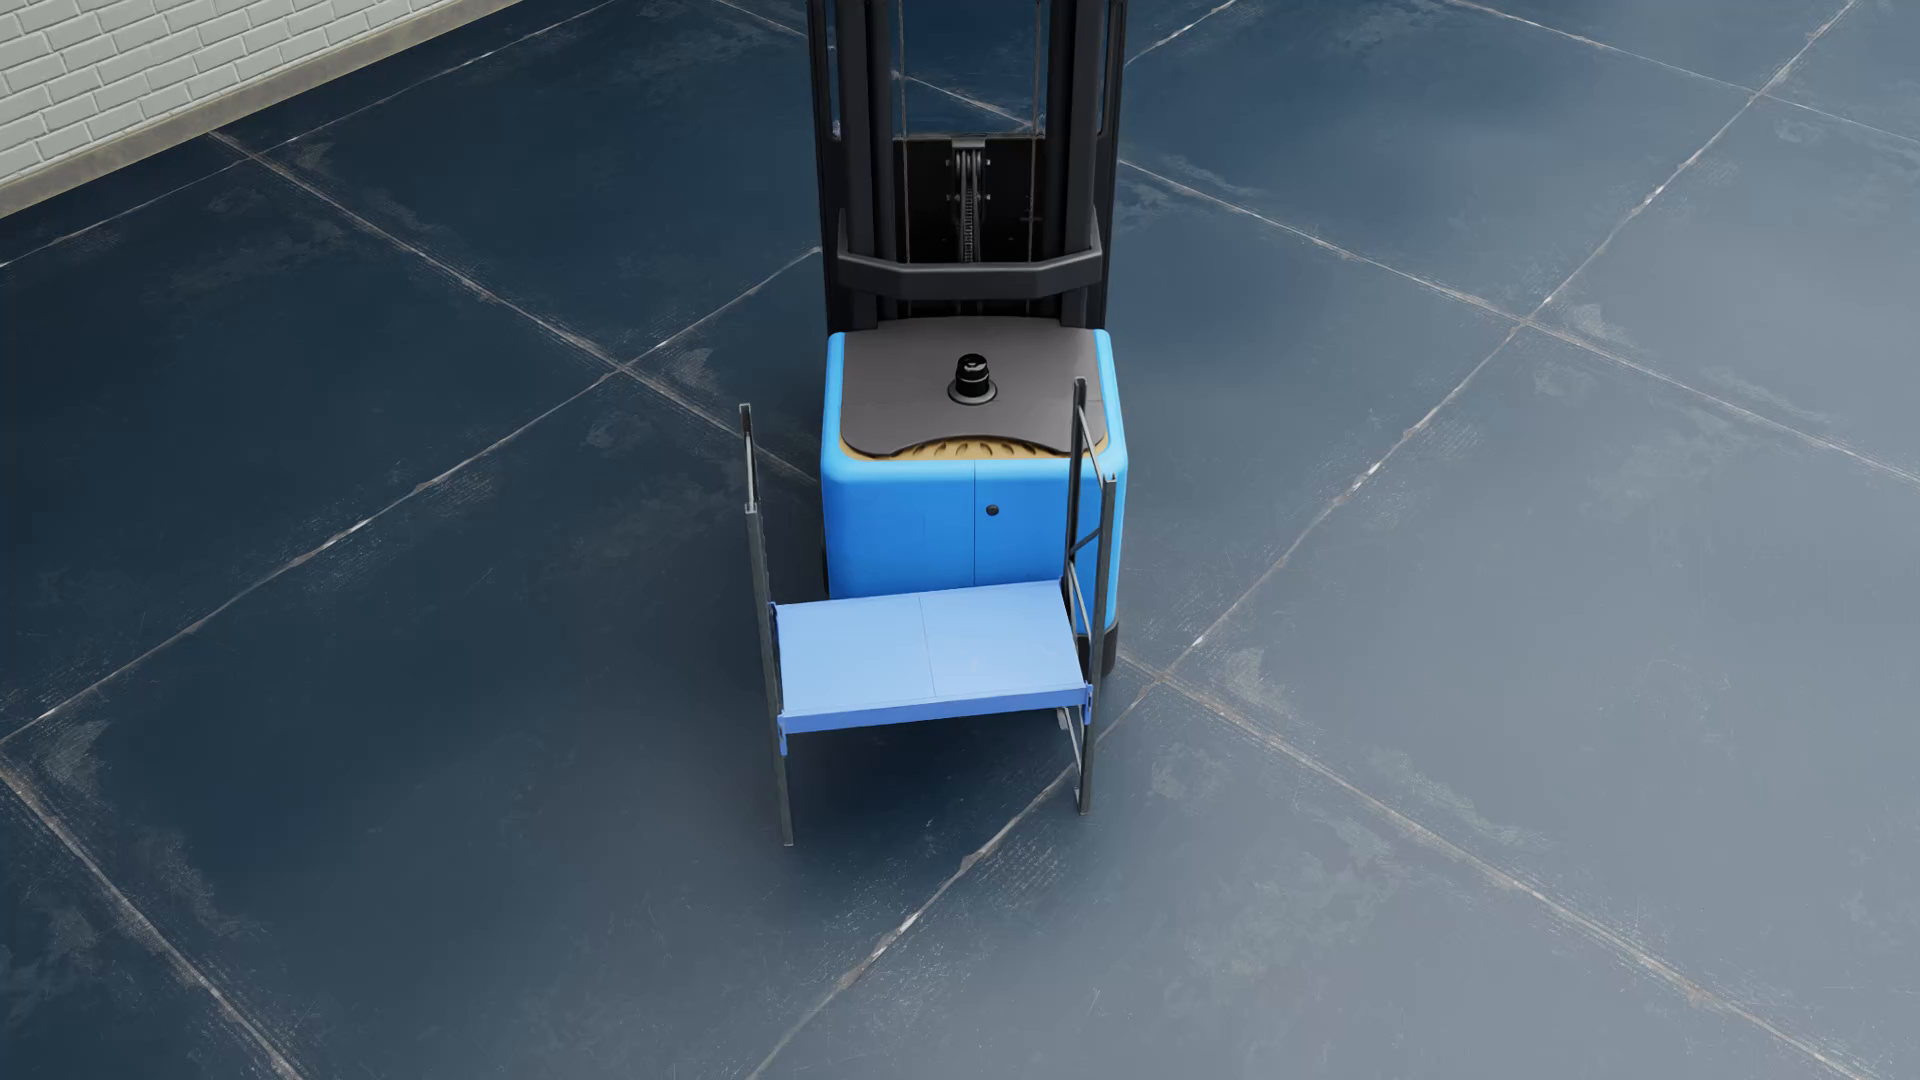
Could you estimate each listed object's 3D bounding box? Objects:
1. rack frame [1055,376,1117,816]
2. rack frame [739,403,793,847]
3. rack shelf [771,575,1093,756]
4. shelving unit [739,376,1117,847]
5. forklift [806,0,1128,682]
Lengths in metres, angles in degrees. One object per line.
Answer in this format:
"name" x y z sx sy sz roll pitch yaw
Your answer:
"rack frame" 0.397 0.224 5.389 0.032 1.500 0.500 -5 43 -6
"rack frame" -0.611 0.314 5.290 0.032 1.500 0.500 -5 43 -6
"rack shelf" -0.107 0.402 5.461 1.000 0.185 0.538 -5 43 -6
"shelving unit" -0.107 0.269 5.340 1.048 1.500 0.538 -5 43 -6
"forklift" 0.018 -1.526 6.249 1.130 2.935 3.031 -1 42 -1
